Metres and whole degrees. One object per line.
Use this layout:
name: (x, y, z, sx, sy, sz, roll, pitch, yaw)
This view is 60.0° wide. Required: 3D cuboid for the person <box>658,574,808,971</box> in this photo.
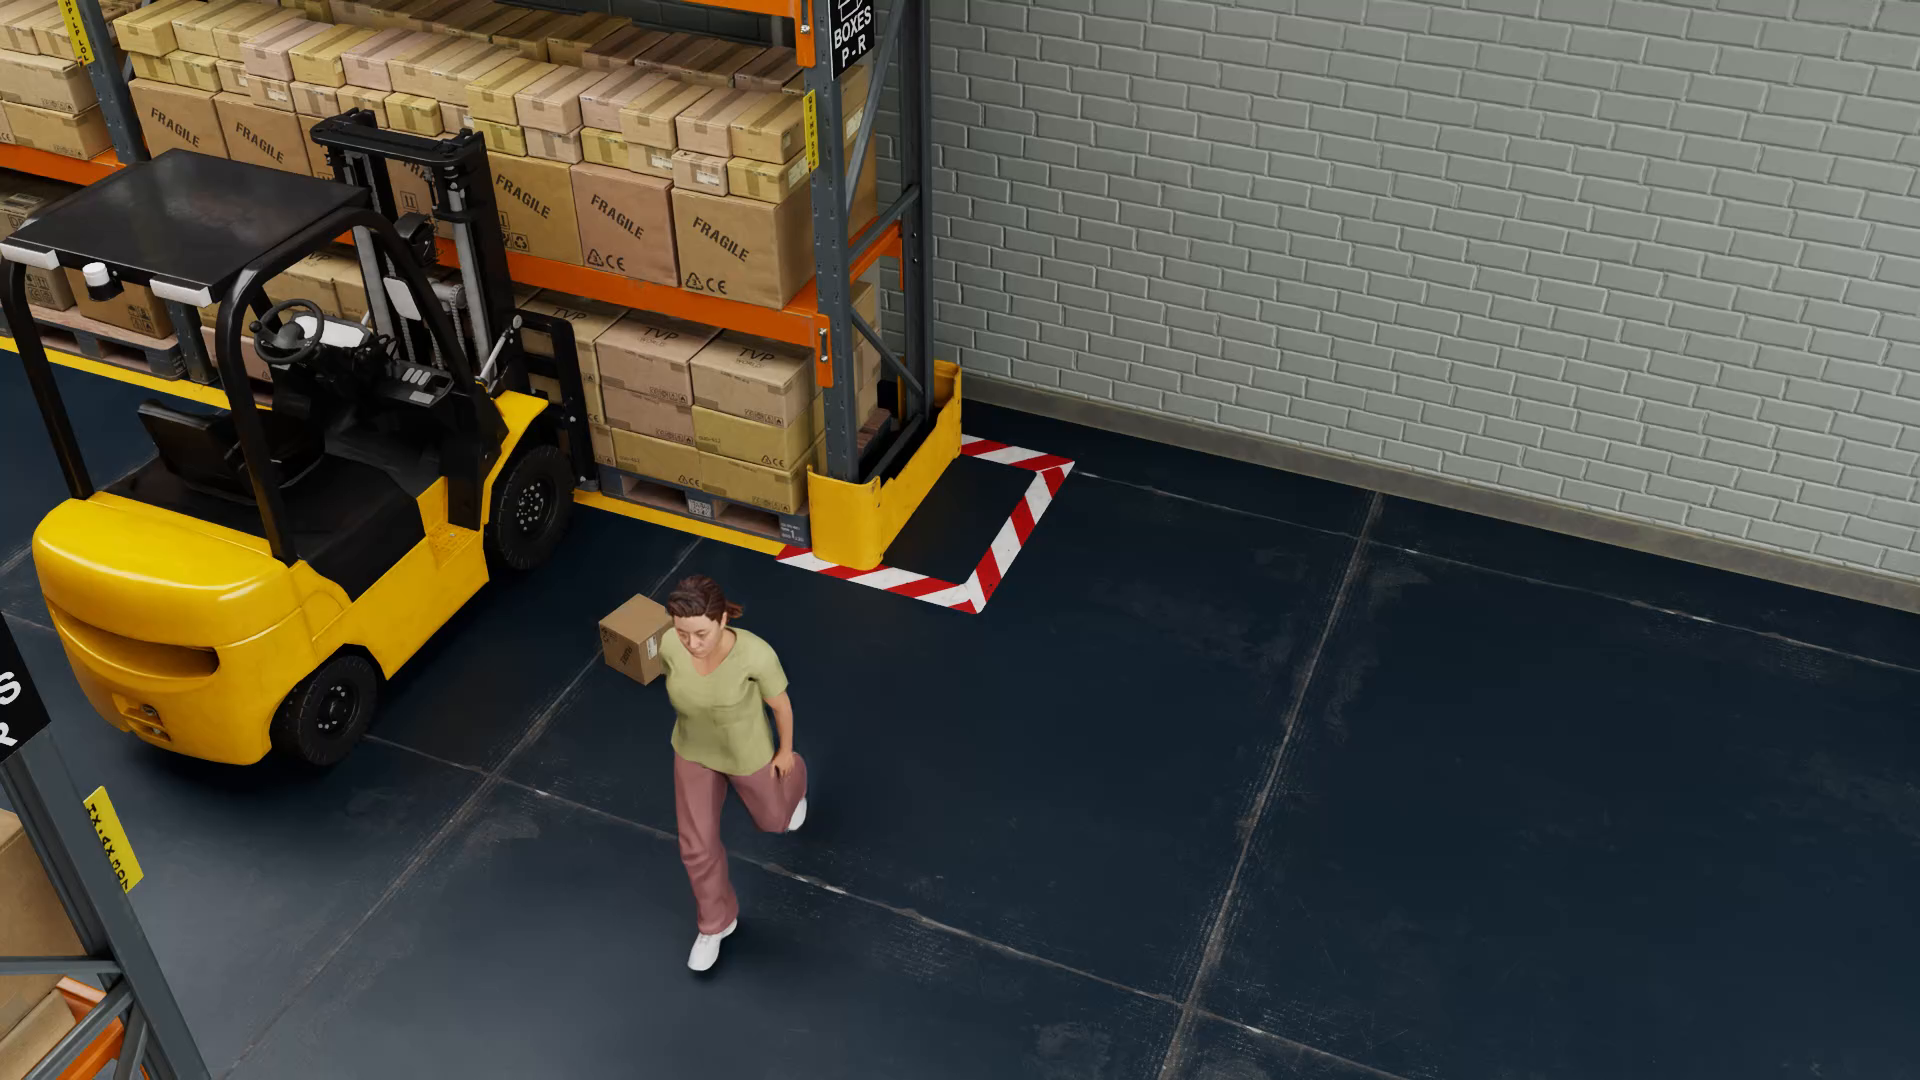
person: (-0.789, 0.694, 5.925, 0.453, 1.633, 0.912, 7, 38, 9)
